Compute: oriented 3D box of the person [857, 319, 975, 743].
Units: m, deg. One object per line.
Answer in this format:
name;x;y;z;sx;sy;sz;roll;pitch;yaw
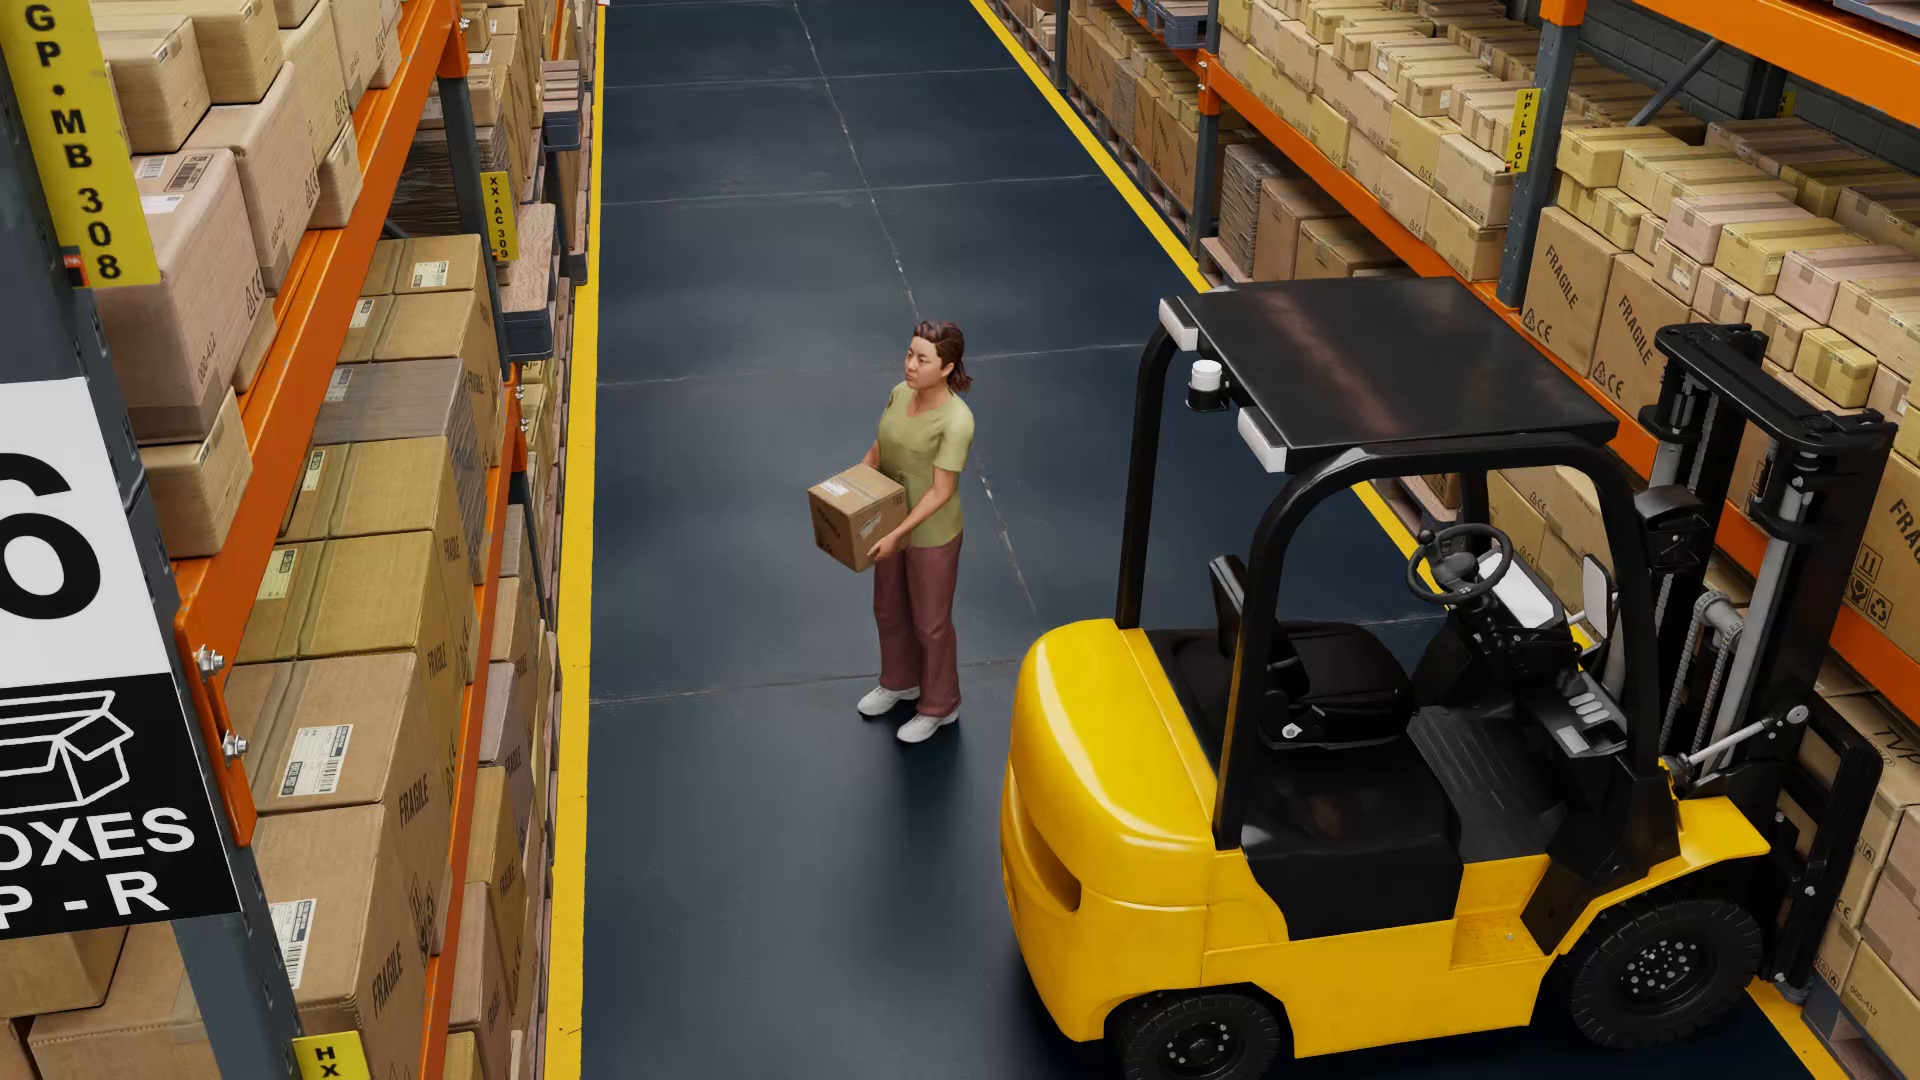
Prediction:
person;-0.200;0.001;6.146;0.535;1.658;0.435;-23;38;-33
